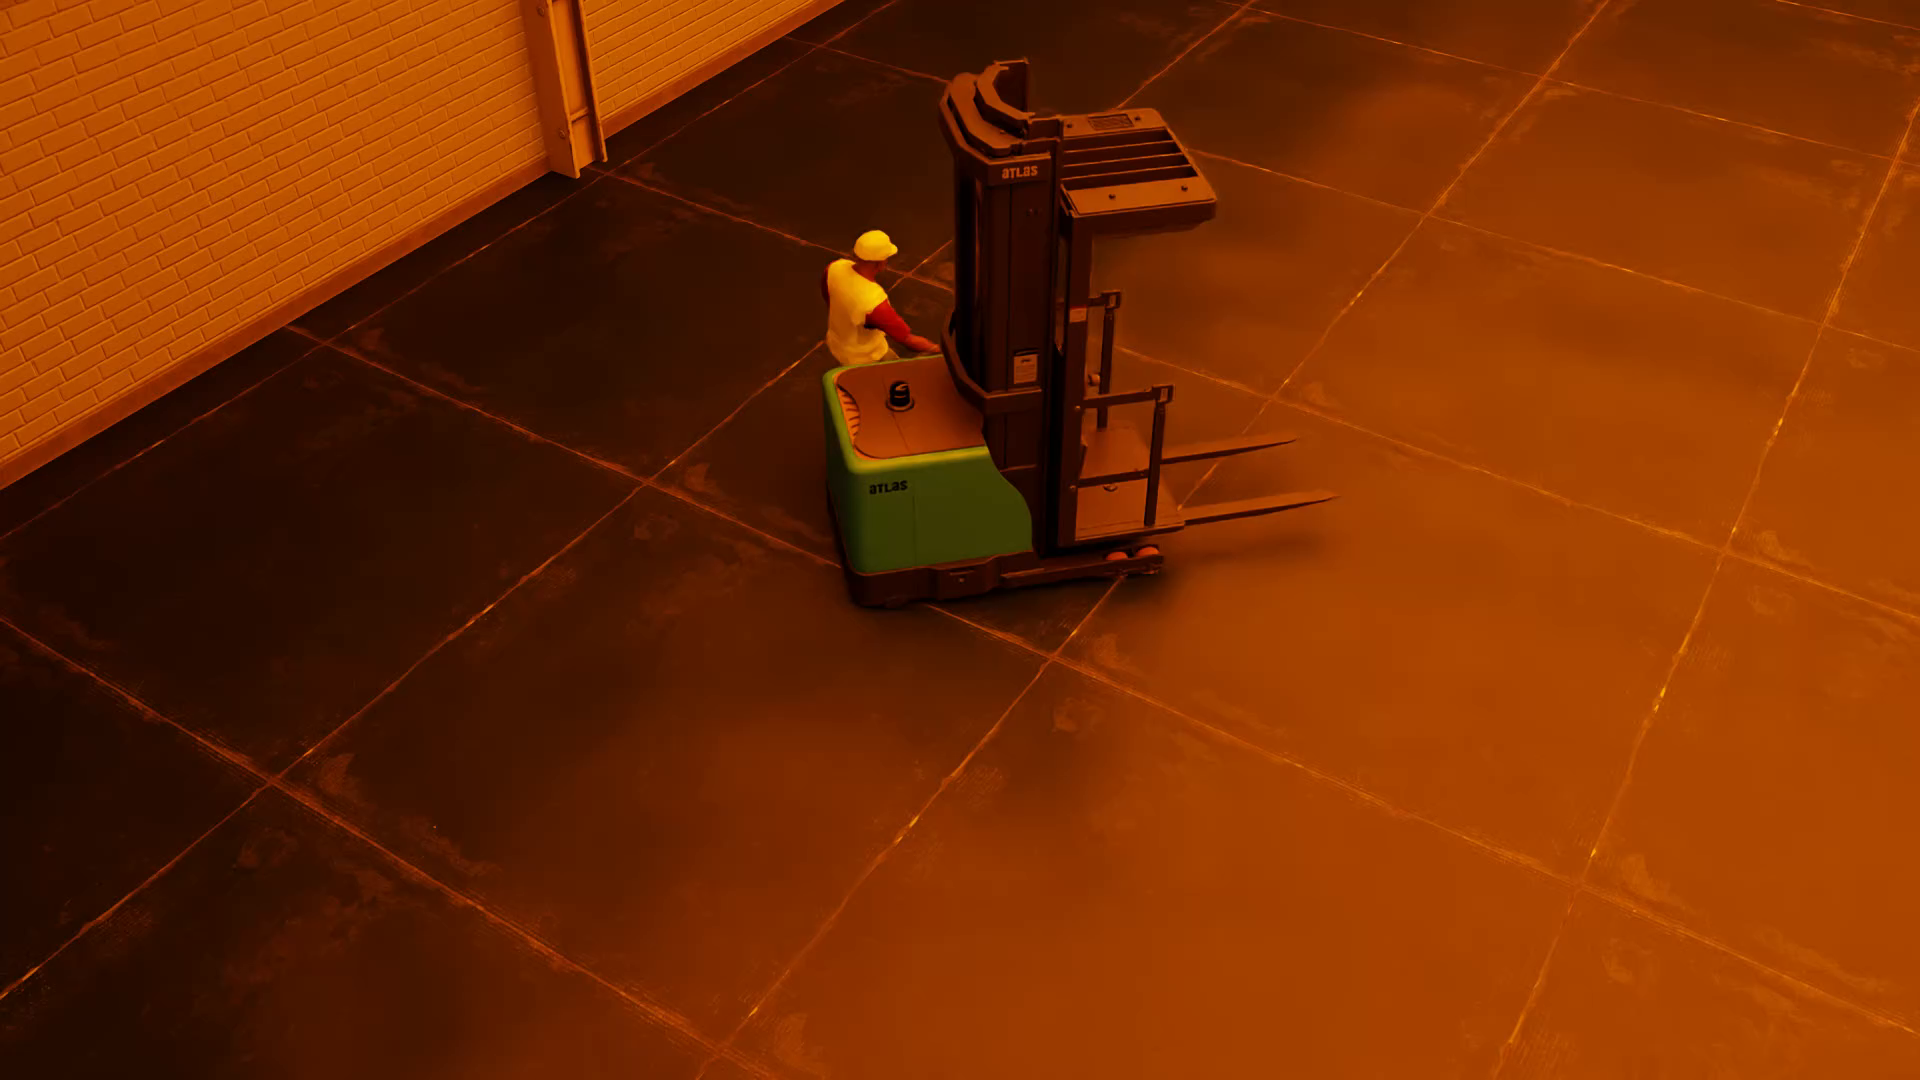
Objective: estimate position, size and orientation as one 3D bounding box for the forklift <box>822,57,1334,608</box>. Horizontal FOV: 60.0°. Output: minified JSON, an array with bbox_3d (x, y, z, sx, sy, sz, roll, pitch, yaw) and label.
[{"bbox_3d":[0.747,-1.211,9.396,3.031,2.935,1.130,-8,41,-10],"label":"forklift"}]

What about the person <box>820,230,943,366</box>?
[{"bbox_3d":[-0.488,-1.276,10.483,0.648,1.630,0.822,-27,47,-28],"label":"person"}]
